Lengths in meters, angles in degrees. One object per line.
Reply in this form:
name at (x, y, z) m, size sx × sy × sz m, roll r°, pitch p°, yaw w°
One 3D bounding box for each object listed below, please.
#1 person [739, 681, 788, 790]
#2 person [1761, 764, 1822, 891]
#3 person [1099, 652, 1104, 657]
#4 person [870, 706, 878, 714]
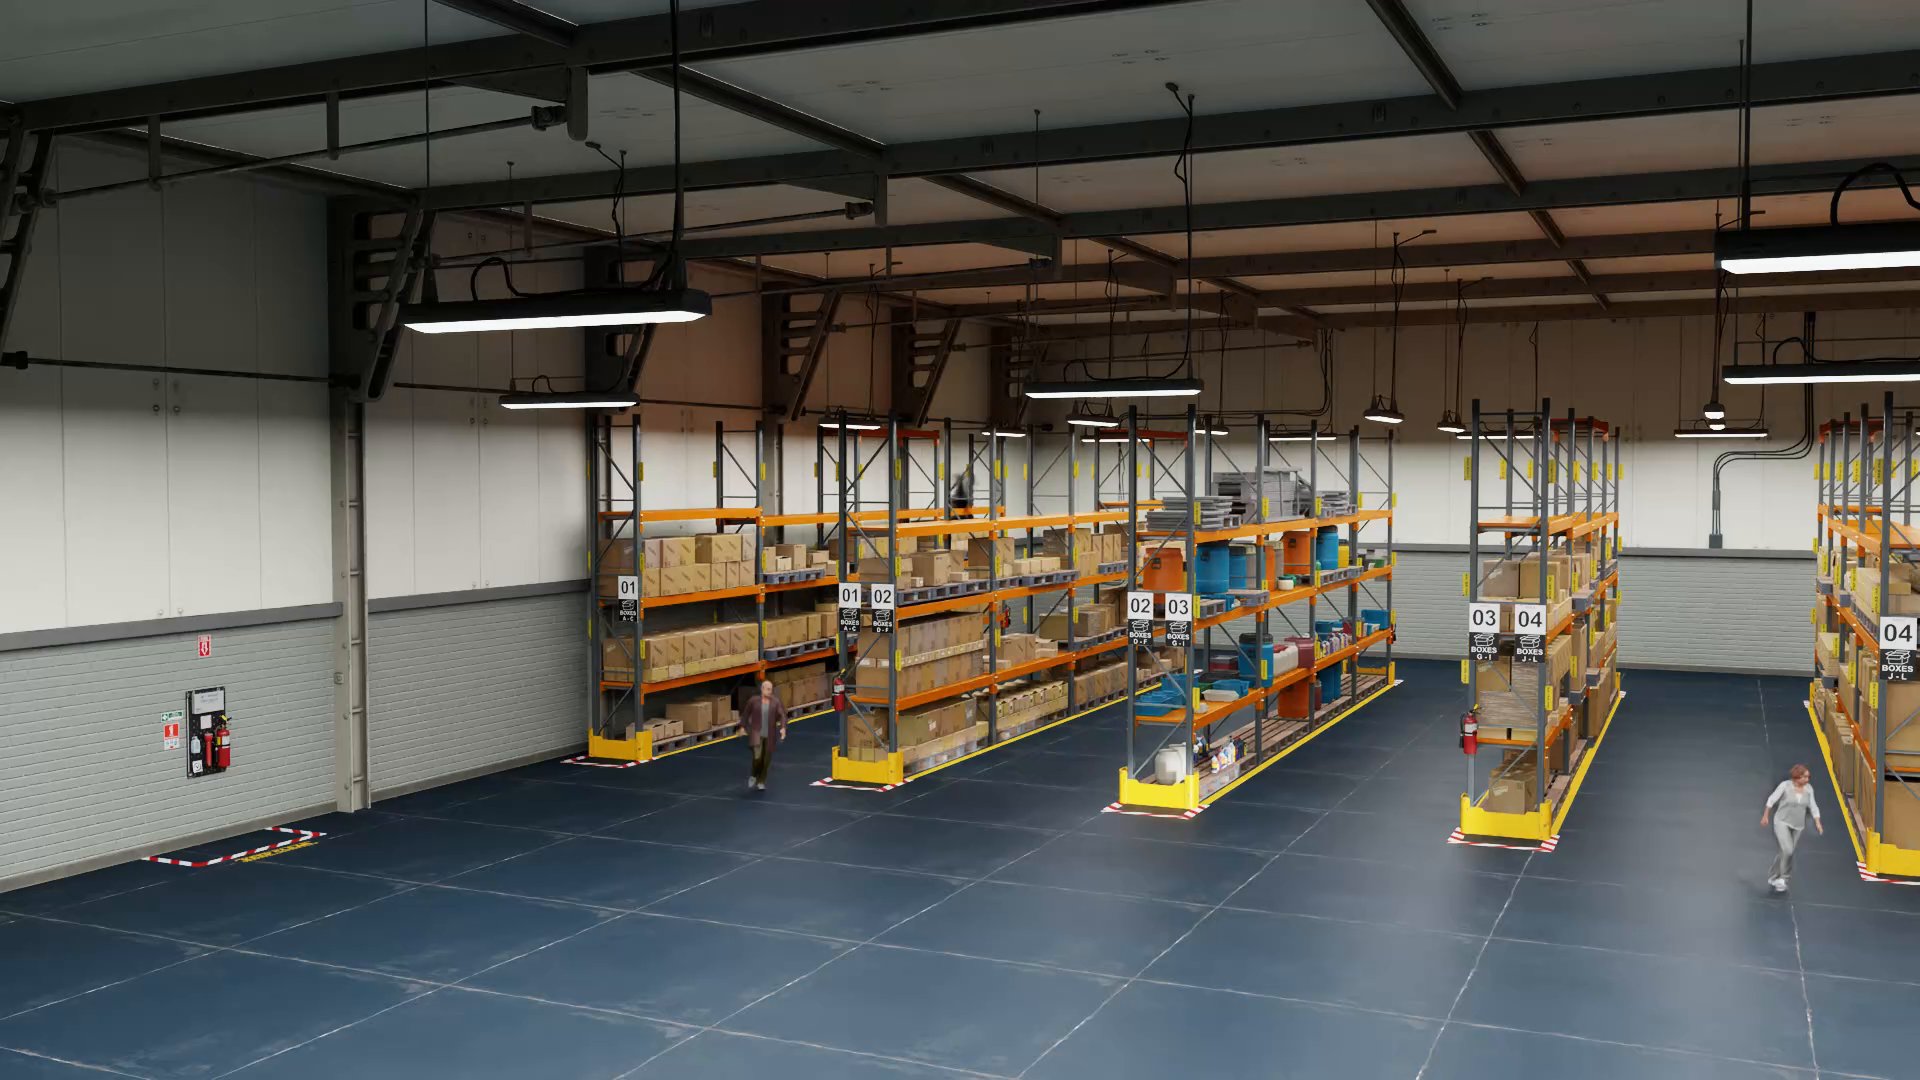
person at (-3.048, 3.063, 25.969) m, size 0.700 × 1.745 × 0.823 m, roll -1°, pitch 2°, yaw -17°
person at (9.885, 3.406, 19.764) m, size 0.504 × 1.535 × 0.725 m, roll 0°, pitch 2°, yaw -4°
person at (3.614, 2.378, 43.556) m, size 0.787 × 1.727 × 0.697 m, roll -2°, pitch 3°, yaw -34°
person at (-1.803, 2.843, 33.704) m, size 0.478 × 1.559 × 0.806 m, roll 0°, pitch 2°, yaw -9°
